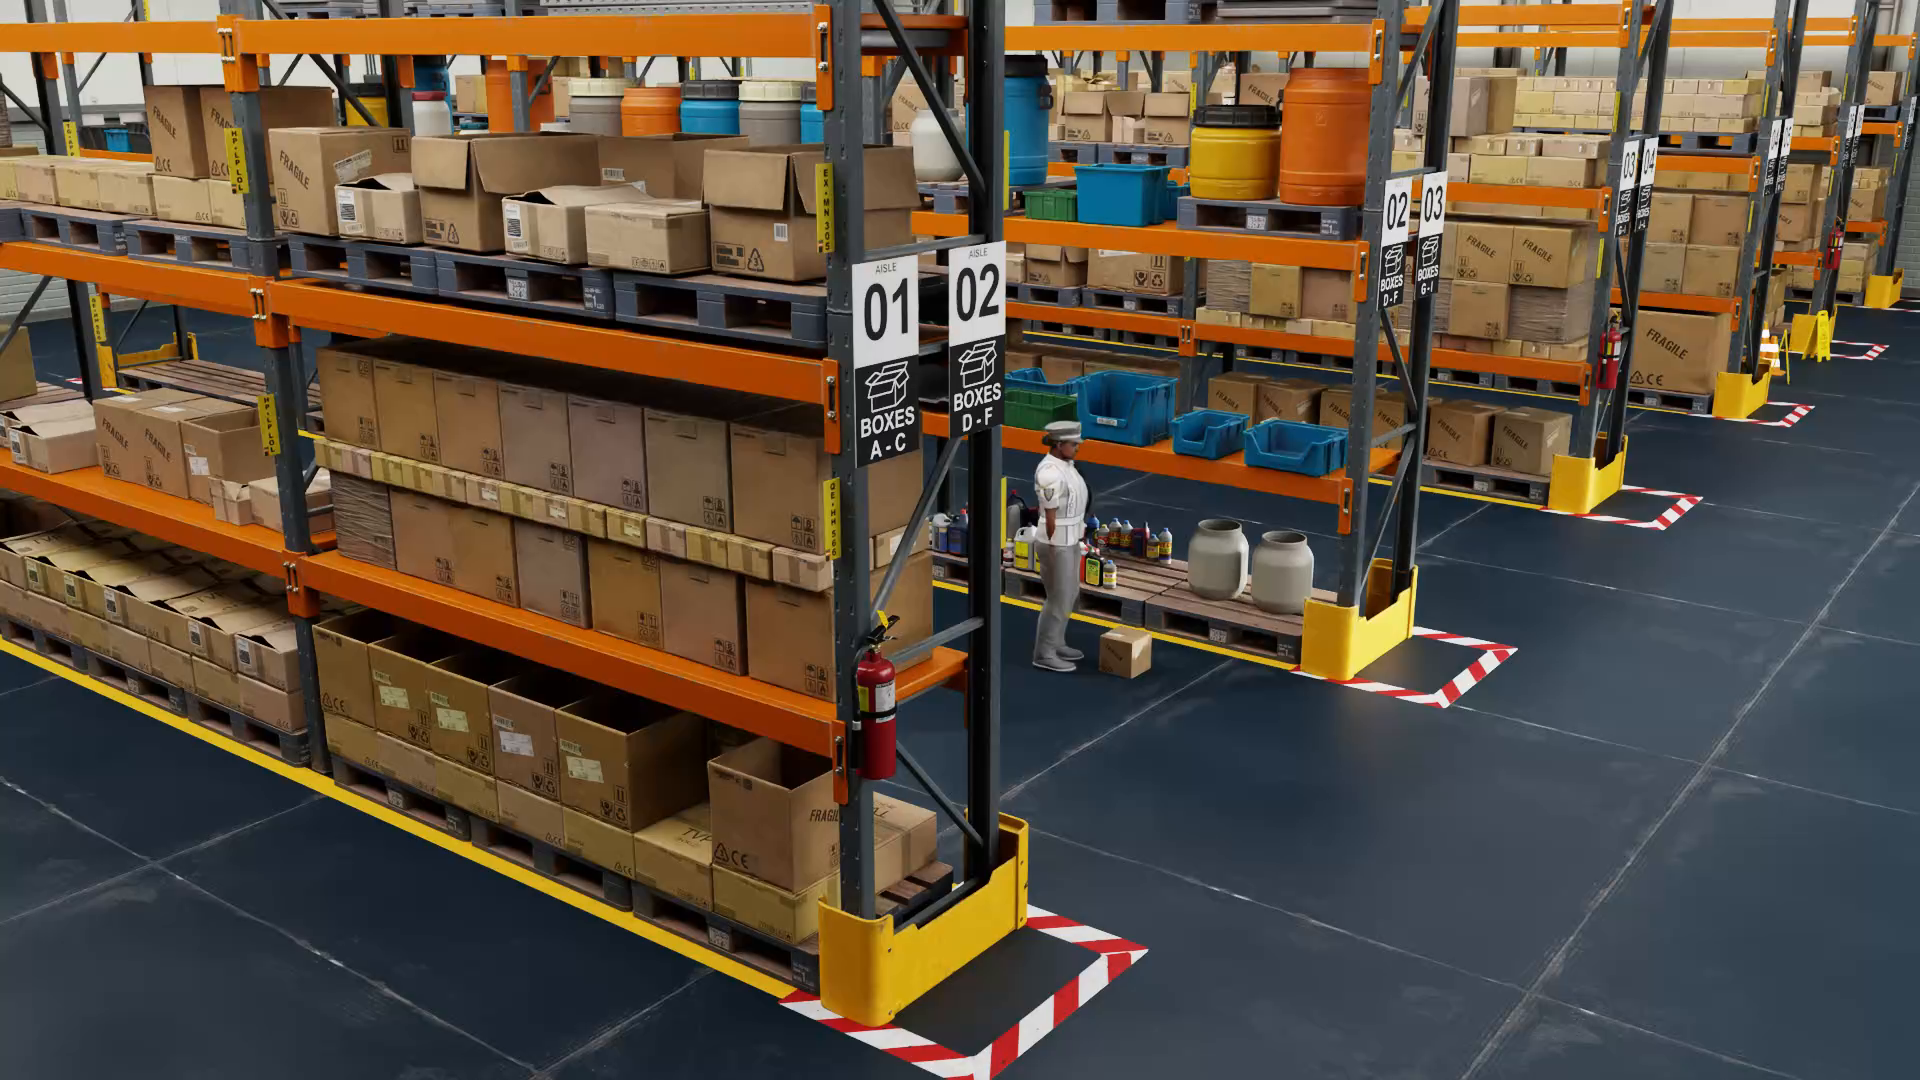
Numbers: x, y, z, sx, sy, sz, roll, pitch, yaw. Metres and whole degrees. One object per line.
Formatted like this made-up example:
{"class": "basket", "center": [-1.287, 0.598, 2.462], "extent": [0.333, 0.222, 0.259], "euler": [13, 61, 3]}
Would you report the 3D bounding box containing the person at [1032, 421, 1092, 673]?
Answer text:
{"class": "person", "center": [0.669, 0.029, 10.962], "extent": [0.341, 1.658, 0.438], "euler": [6, 18, 19]}
